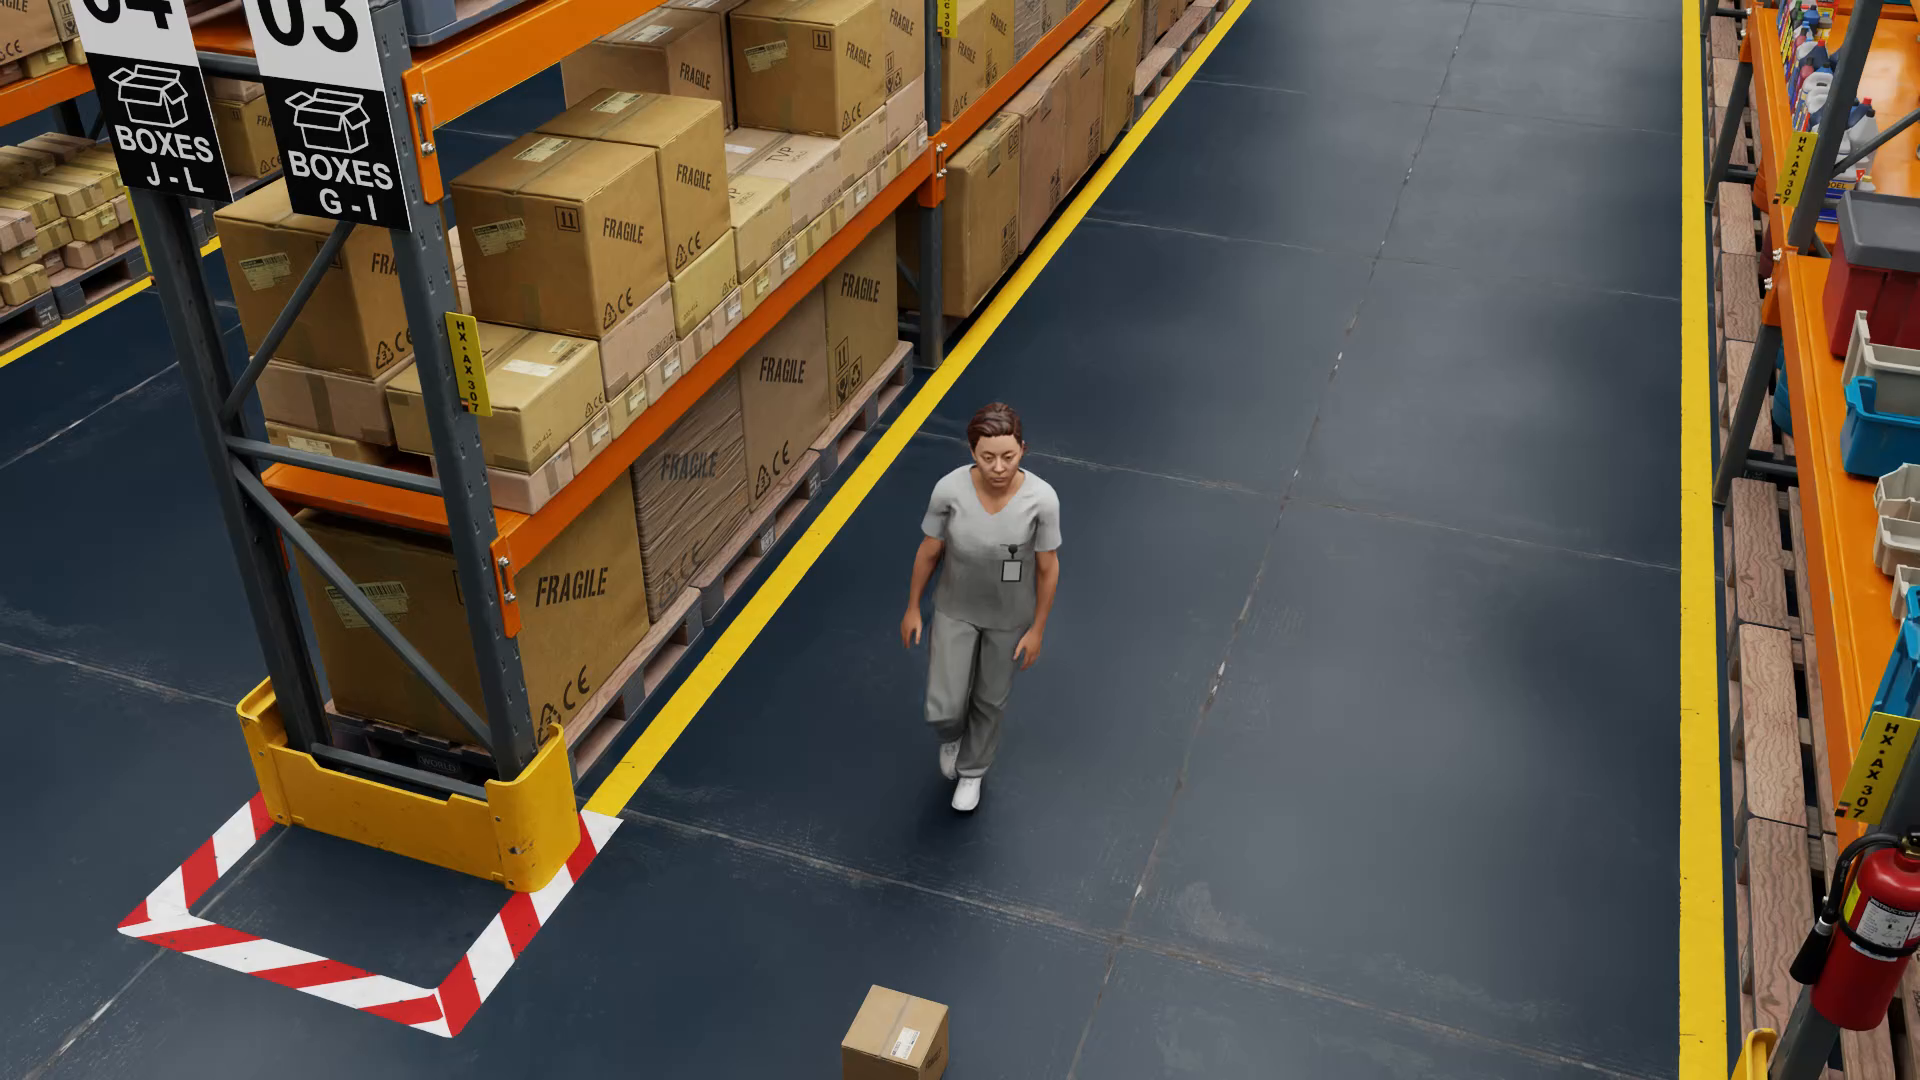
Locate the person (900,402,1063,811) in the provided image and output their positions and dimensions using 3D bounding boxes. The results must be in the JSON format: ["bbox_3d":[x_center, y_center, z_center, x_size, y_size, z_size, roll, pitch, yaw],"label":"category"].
[{"bbox_3d":[0.071,0.244,5.746,0.547,1.659,0.480,3,34,5],"label":"person"}]
